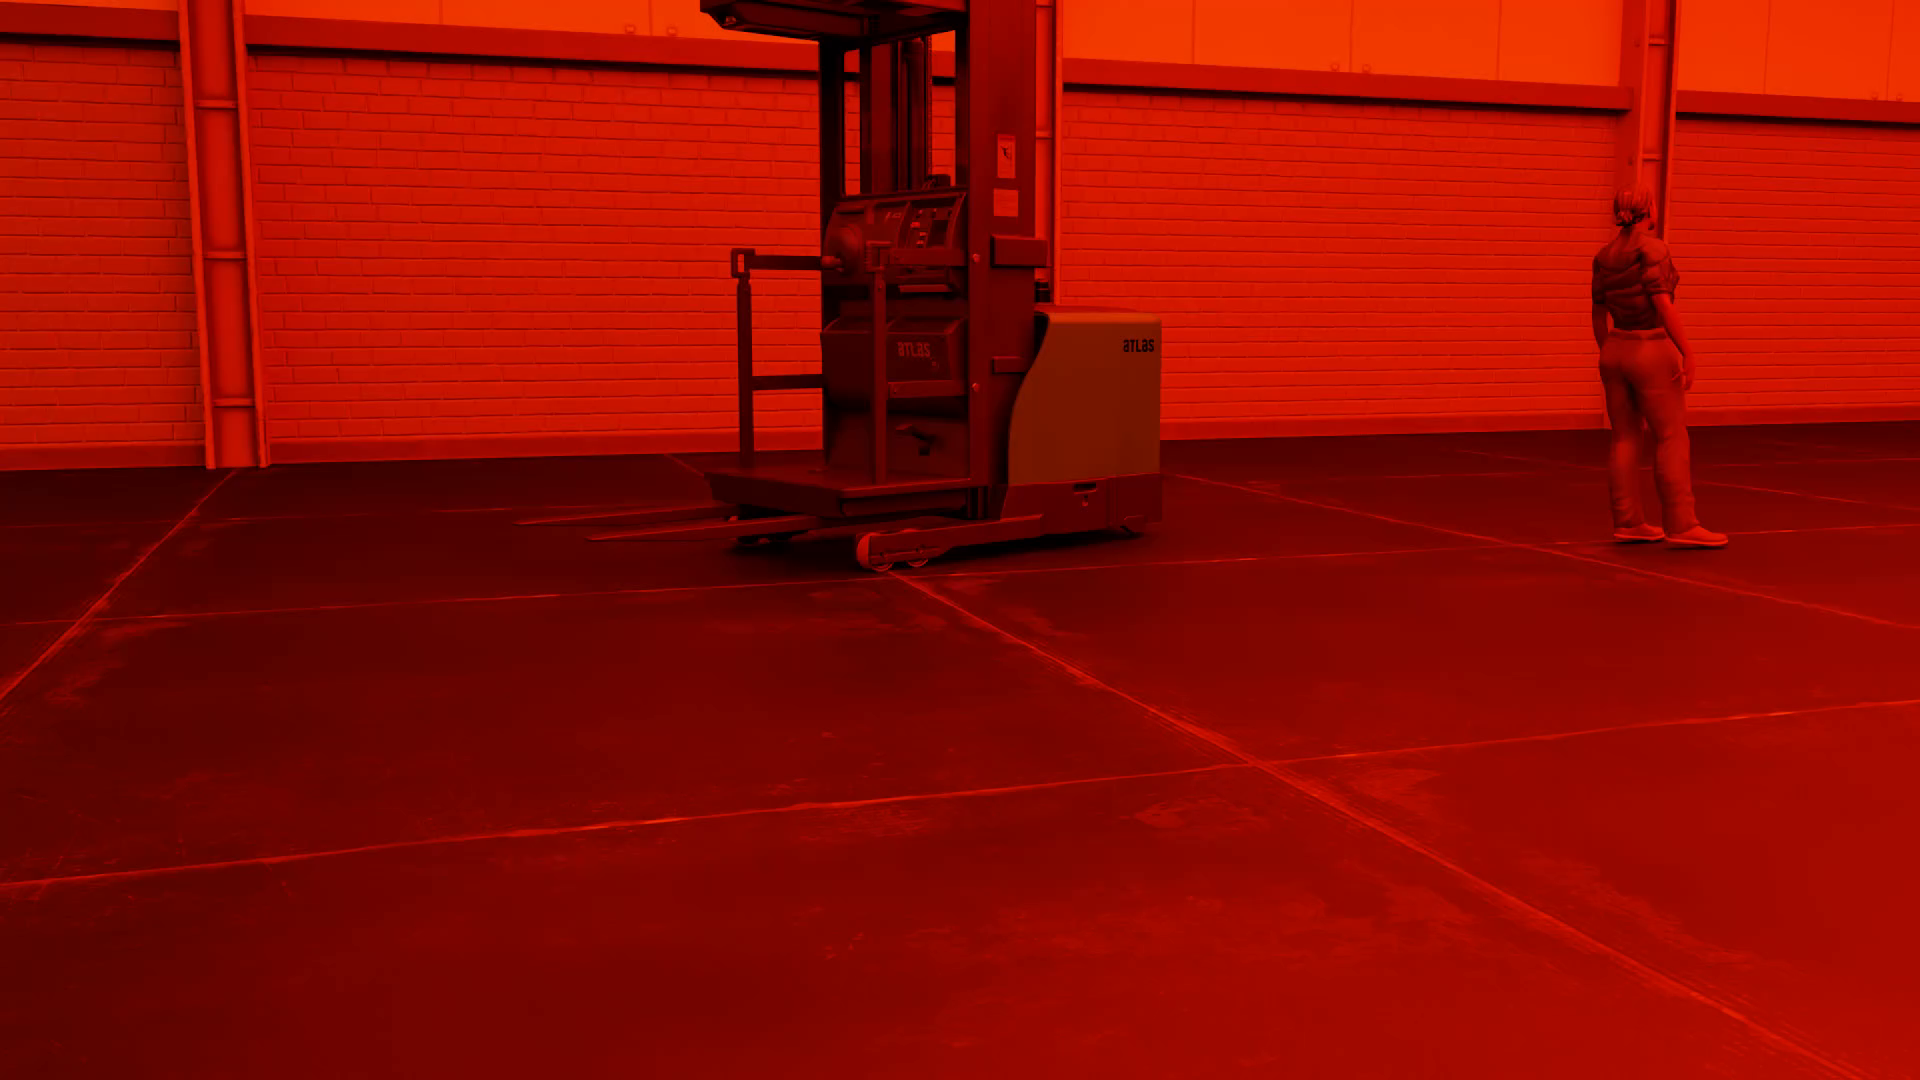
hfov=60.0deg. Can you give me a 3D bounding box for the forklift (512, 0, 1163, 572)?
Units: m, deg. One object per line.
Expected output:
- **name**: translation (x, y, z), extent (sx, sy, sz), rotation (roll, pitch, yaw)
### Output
- **forklift**: translation (-0.461, -1.399, 7.333), extent (3.031, 2.935, 1.130), rotation (-7, 10, -40)

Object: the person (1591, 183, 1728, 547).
- **person**: translation (3.224, -0.812, 7.703), extent (0.504, 1.654, 0.570), rotation (-3, 8, -20)
